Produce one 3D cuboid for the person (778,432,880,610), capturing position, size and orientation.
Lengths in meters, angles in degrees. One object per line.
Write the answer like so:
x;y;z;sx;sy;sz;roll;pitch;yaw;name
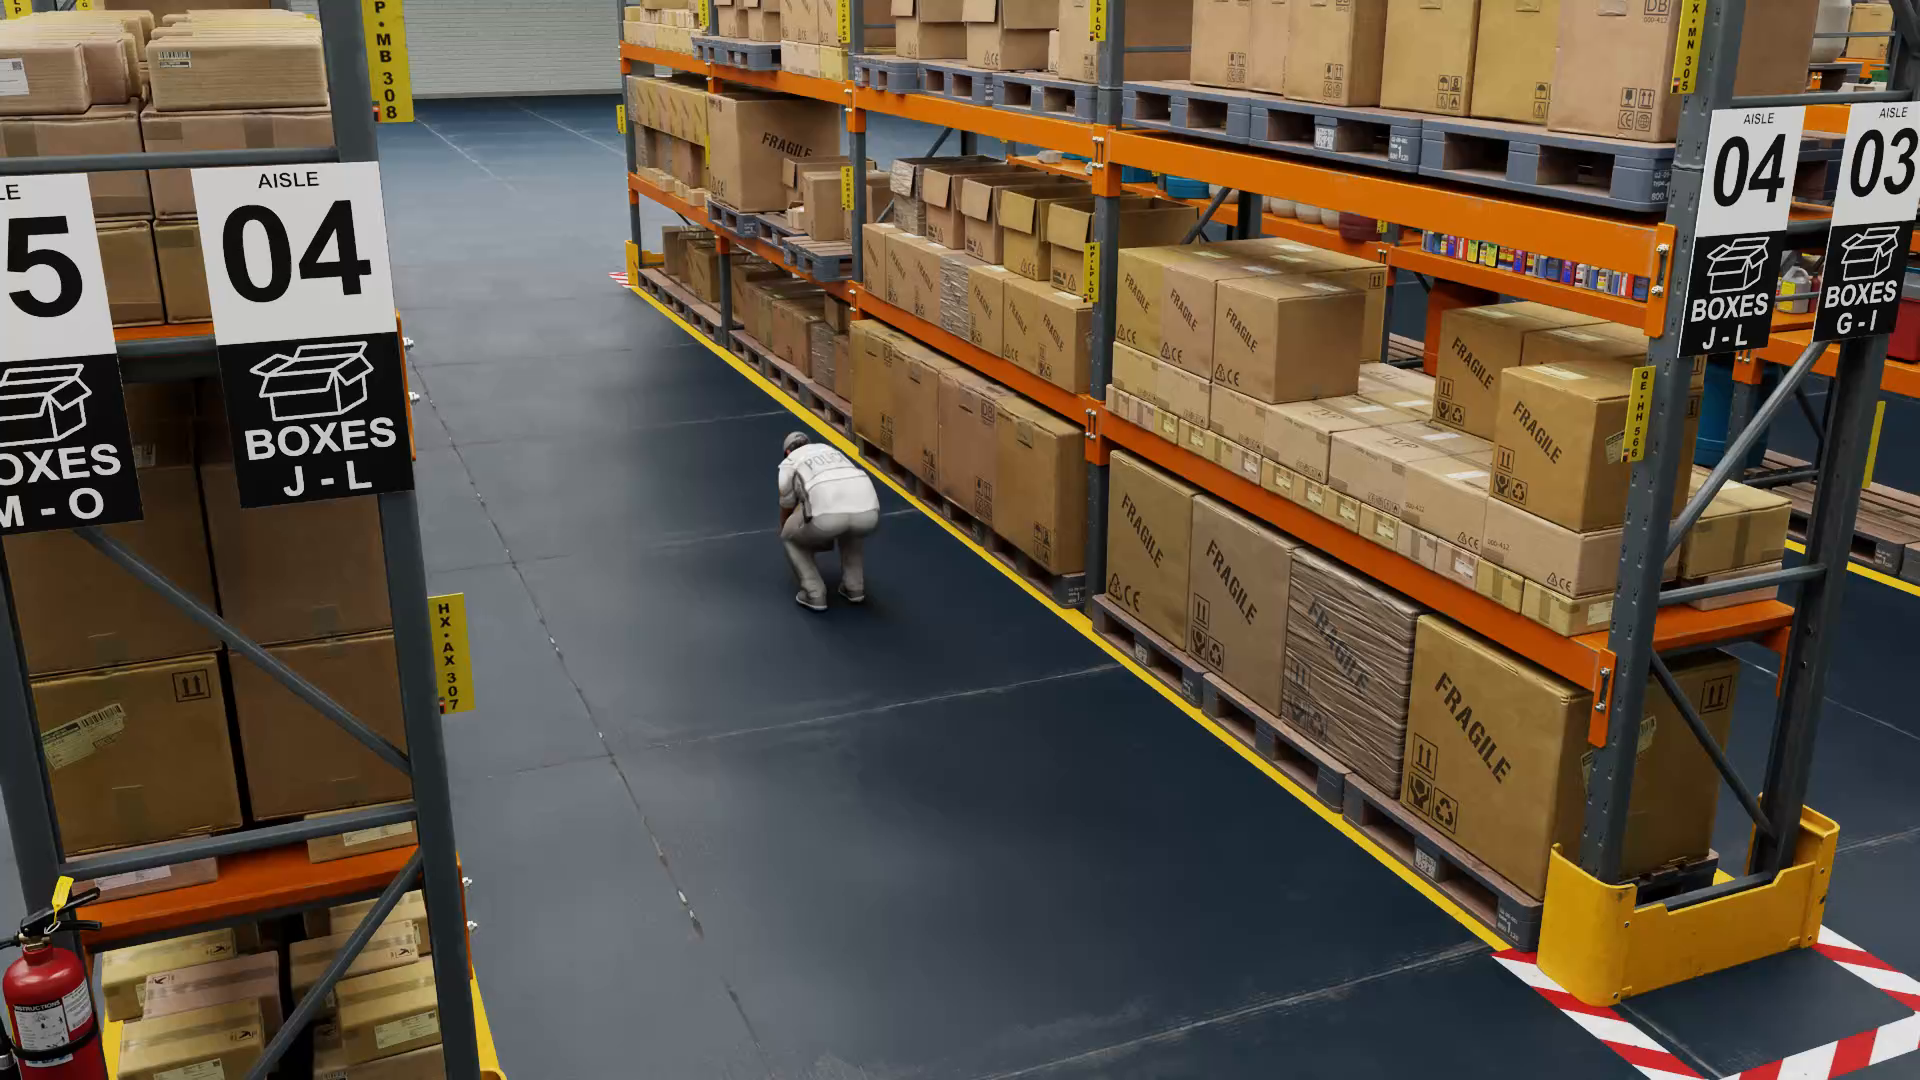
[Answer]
-0.822;-0.108;9.995;0.514;0.944;0.920;-9;21;-24;person
